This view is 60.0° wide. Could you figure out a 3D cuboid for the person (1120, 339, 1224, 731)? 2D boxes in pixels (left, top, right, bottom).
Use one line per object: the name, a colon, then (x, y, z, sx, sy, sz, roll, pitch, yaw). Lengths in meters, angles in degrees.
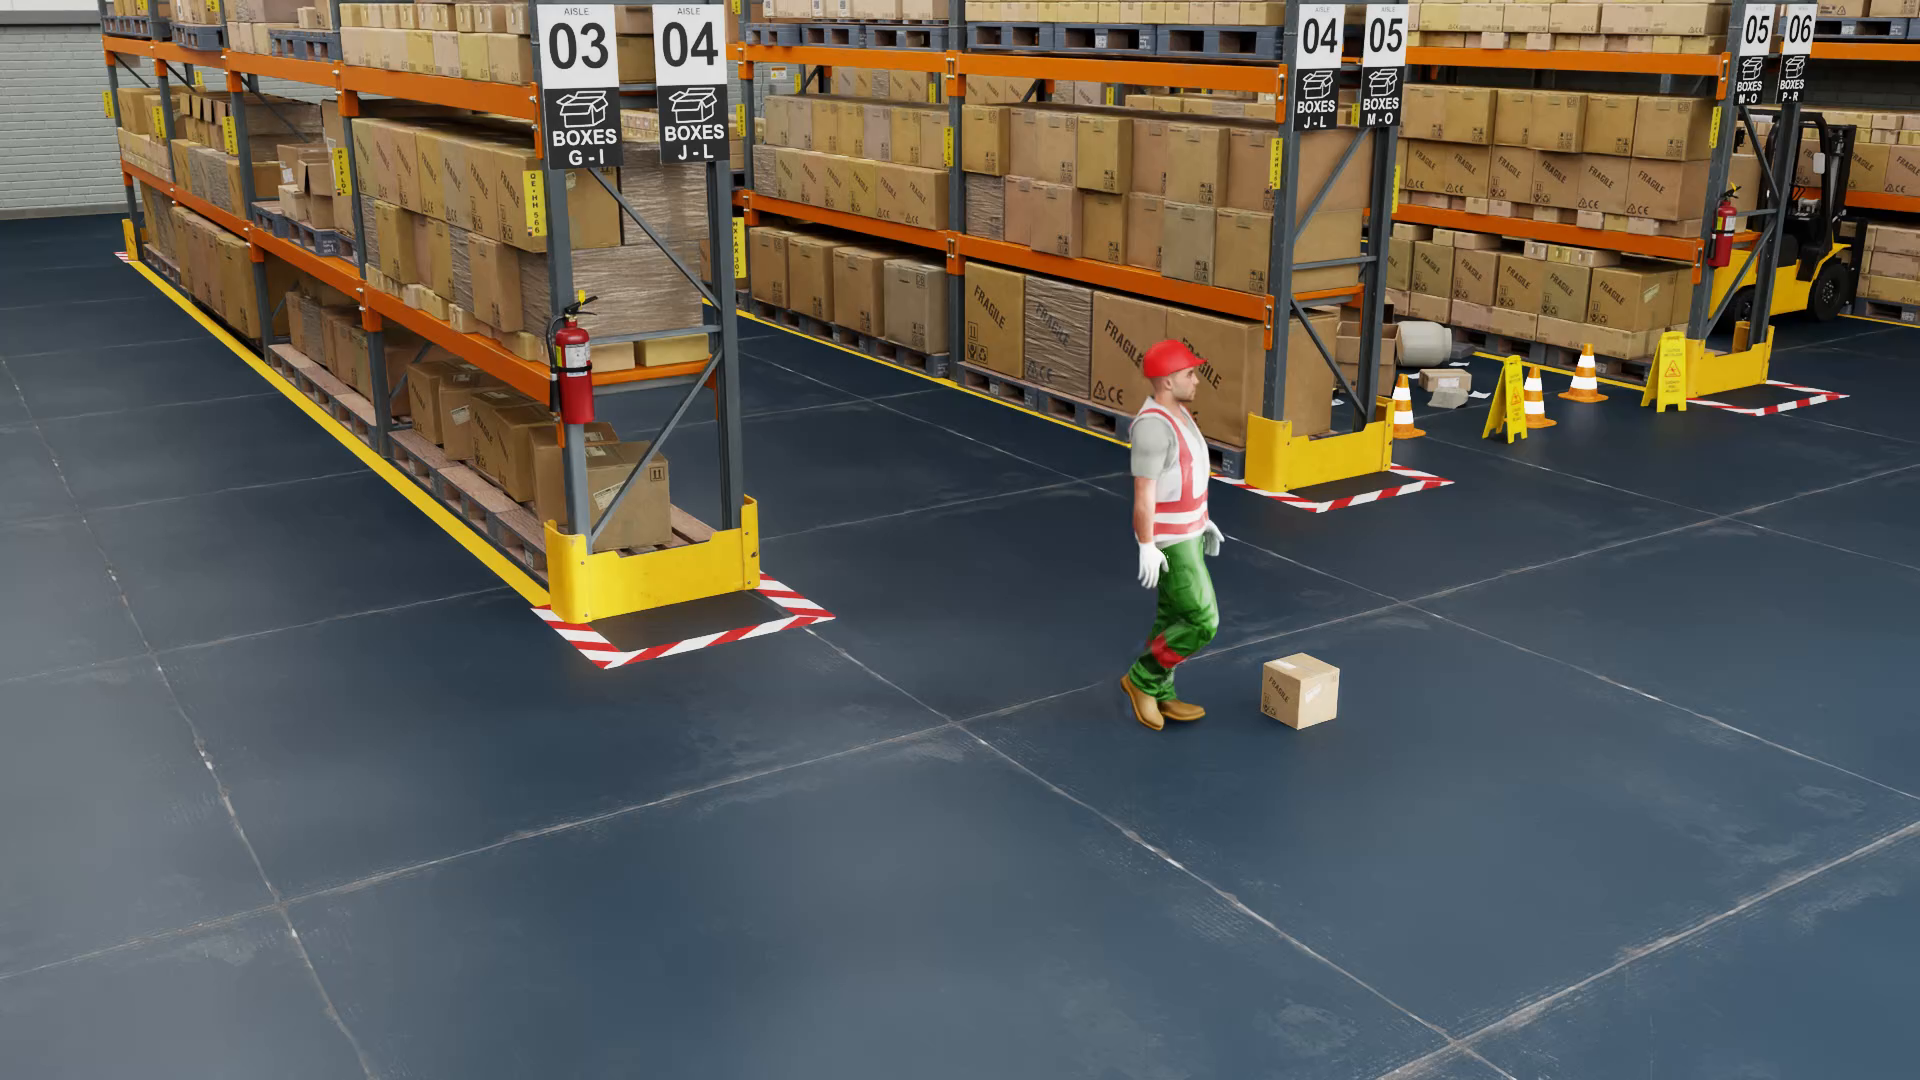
person: (0.988, -0.013, 7.473, 0.452, 1.781, 0.599, 6, 19, 19)
